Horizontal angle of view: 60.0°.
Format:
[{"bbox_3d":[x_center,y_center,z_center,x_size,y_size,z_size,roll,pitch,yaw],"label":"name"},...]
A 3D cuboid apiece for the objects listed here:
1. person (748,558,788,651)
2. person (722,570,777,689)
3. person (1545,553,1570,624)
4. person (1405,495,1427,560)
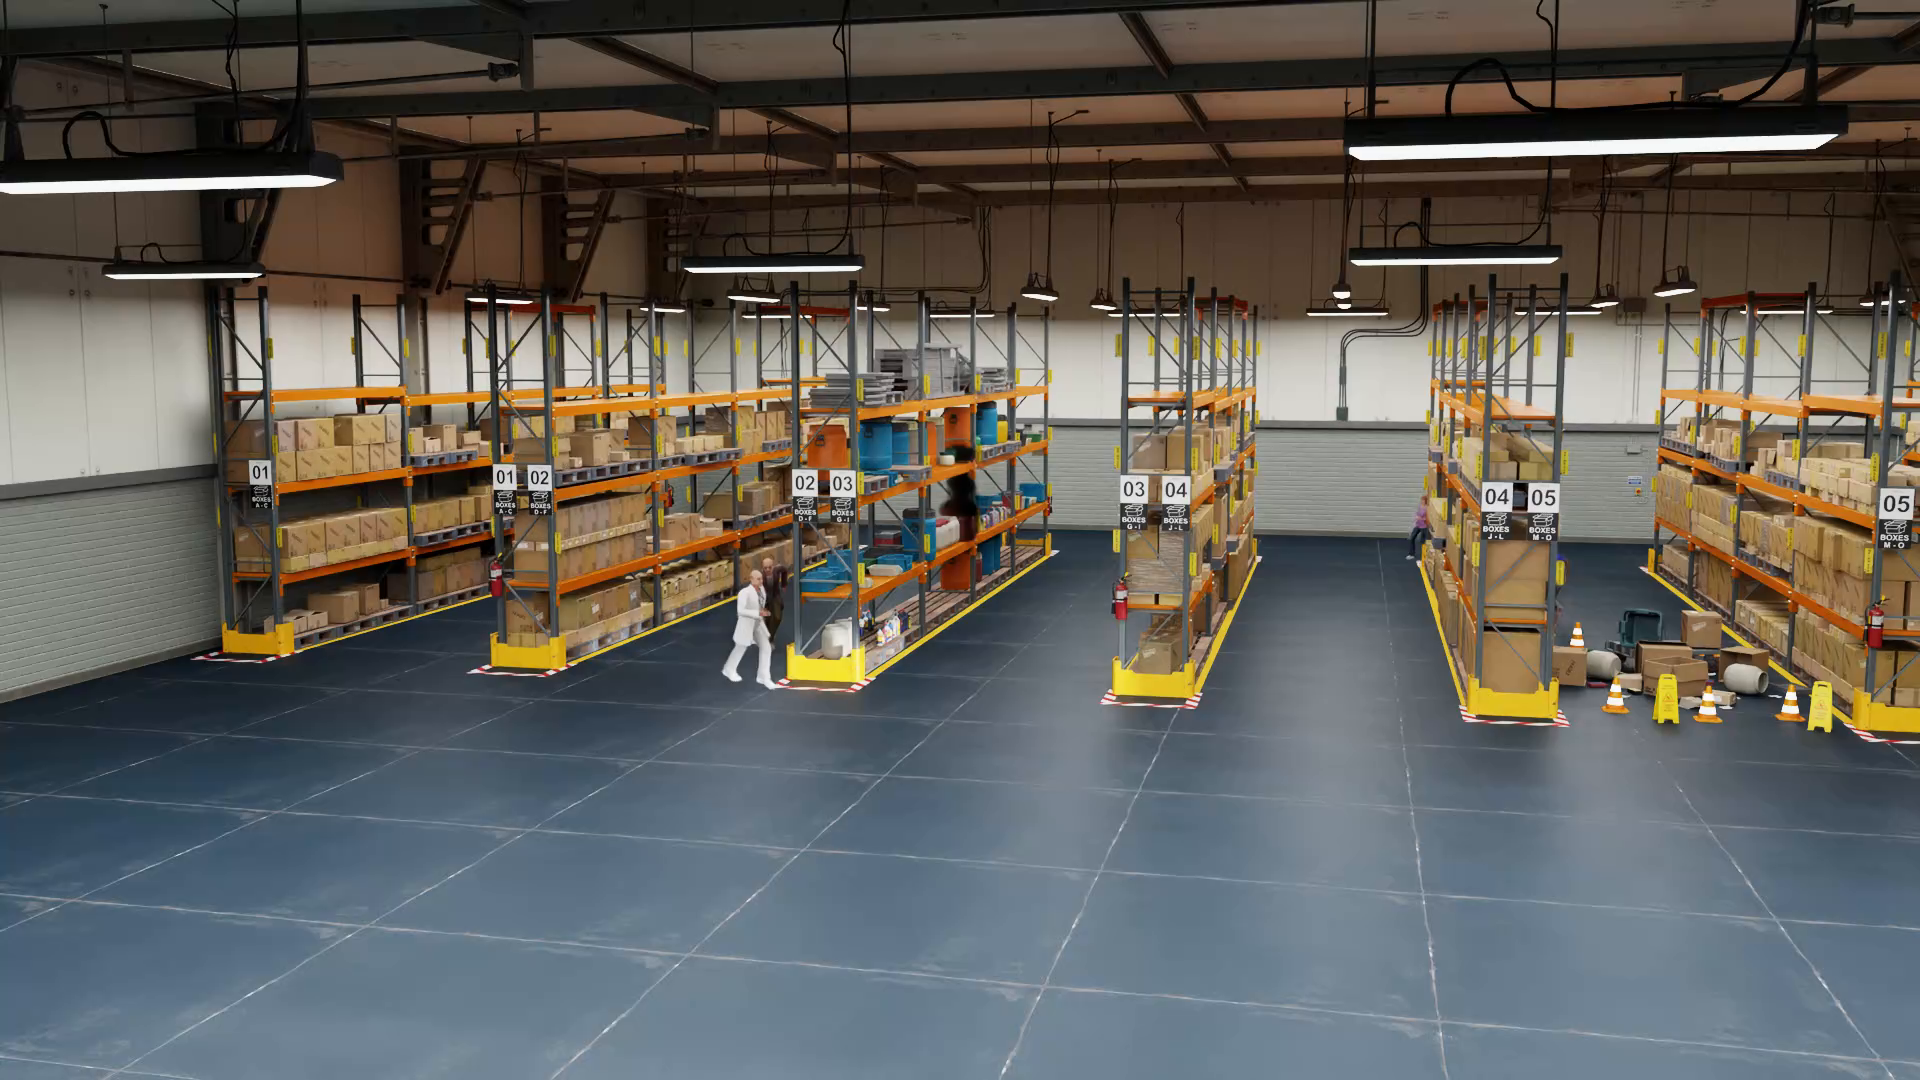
[{"bbox_3d":[-3.255,1.029,28.053,0.708,1.574,1.201,-2,7,-14],"label":"person"},{"bbox_3d":[-3.131,1.304,24.644,1.067,1.763,0.698,6,9,41],"label":"person"},{"bbox_3d":[10.823,0.801,30.372,0.597,1.479,0.785,-1,7,-7],"label":"person"},{"bbox_3d":[11.049,-0.292,39.574,0.745,1.568,0.559,-4,7,-29],"label":"person"}]
